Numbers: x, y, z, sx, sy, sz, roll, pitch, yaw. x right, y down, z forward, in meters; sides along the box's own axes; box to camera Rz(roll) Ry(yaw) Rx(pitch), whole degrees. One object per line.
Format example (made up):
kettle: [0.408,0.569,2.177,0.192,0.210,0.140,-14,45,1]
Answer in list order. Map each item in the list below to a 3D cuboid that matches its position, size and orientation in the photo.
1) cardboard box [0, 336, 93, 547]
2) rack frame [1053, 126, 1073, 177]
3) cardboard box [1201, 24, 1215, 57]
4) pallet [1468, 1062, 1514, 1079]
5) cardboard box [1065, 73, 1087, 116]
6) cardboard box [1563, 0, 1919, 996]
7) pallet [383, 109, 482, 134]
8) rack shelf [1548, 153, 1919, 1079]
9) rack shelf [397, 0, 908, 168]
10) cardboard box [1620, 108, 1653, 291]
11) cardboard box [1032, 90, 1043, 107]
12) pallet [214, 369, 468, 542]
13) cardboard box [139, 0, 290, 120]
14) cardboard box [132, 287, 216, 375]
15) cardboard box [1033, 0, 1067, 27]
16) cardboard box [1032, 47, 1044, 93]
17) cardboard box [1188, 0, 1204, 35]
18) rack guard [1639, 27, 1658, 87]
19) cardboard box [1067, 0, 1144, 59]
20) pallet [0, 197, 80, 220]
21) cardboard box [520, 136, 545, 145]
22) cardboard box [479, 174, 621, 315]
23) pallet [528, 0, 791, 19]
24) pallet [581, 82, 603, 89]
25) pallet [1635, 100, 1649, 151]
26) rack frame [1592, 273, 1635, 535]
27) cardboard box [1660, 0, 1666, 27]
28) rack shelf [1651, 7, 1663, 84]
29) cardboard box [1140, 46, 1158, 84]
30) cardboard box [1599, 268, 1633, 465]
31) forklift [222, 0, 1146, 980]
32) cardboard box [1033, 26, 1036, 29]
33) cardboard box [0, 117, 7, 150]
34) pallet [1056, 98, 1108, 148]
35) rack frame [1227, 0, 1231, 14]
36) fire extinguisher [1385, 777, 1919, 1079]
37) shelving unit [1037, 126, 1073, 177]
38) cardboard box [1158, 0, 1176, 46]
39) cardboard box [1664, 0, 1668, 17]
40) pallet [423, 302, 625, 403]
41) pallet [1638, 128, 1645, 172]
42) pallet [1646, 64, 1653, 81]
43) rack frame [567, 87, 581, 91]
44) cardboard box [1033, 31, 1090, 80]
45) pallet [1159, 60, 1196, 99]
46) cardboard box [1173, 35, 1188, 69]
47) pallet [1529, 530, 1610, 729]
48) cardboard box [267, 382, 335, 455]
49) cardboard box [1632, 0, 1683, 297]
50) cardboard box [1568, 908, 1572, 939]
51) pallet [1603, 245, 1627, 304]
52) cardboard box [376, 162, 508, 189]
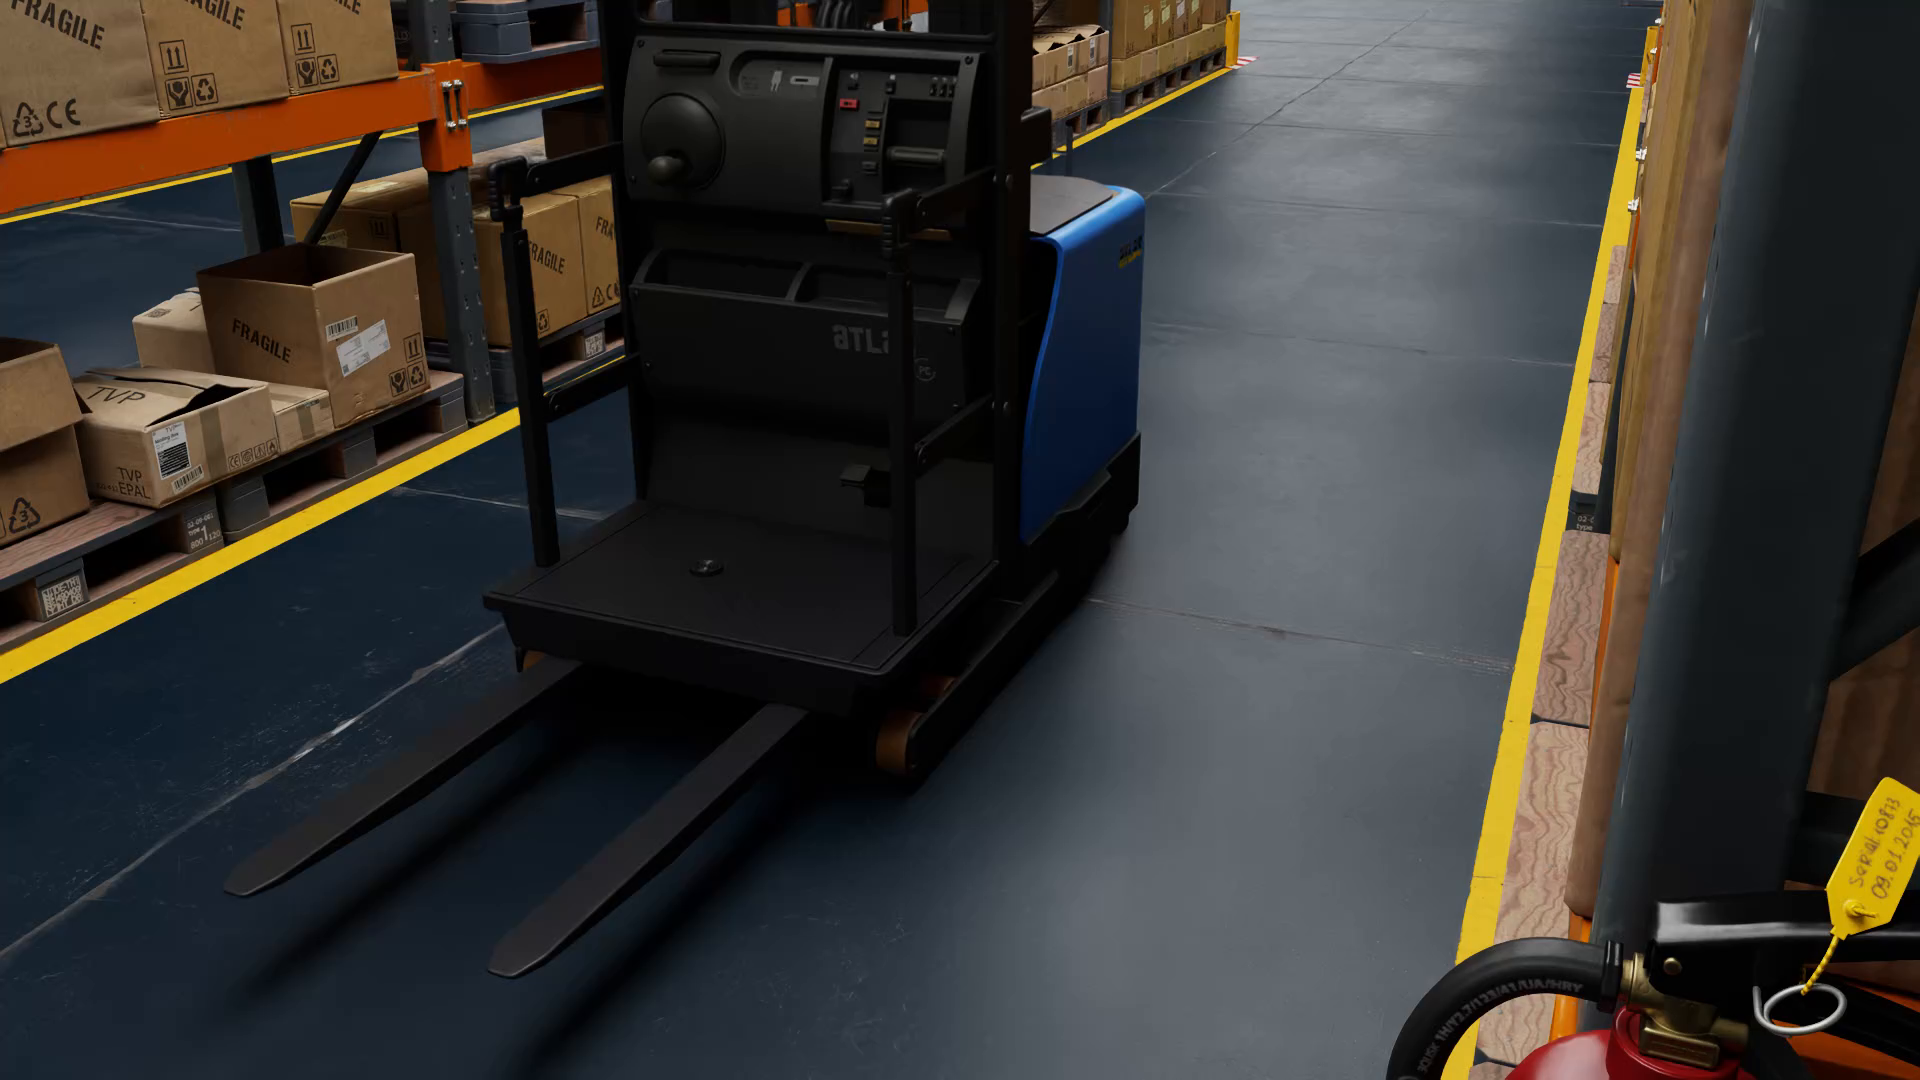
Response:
cardboard box: [-2.959,-0.286,4.710,0.797,0.503,0.637,9,24,20]
rack frame: [0.248,-0.775,5.550,0.240,1.200,0.006,9,24,21]
cardboard box: [2.092,-4.712,15.661,0.500,0.250,0.500,9,24,20]
pallet: [1.073,1.221,2.053,1.003,0.211,1.213,9,24,20]
cardboard box: [0.631,-3.325,12.340,0.500,0.250,0.500,8,24,19]
cardboard box: [1.029,-0.091,1.186,0.980,0.700,0.700,10,25,22]
pallet: [-4.599,-3.469,13.282,1.003,0.211,1.213,9,24,20]
rack shelf: [1.592,-0.152,2.656,1.077,0.370,4.000,9,24,20]
rack shelf: [-1.523,-2.291,7.777,1.077,0.370,4.000,9,24,20]
cardboard box: [3.094,-1.276,6.657,0.750,0.750,0.750,9,24,20]
cardboard box: [0.251,-2.960,11.466,0.500,0.250,0.500,9,24,21]
pallet: [-2.522,-0.375,5.874,1.003,0.211,1.213,9,24,20]
cardboard box: [-2.404,-1.553,4.947,0.500,0.500,0.500,9,24,22]
cardboard box: [-2.623,-0.751,6.073,0.500,0.311,0.500,9,24,20]
cardboard box: [0.871,-4.416,13.980,0.500,0.500,0.500,9,24,20]
cardboard box: [0.256,-3.224,11.371,0.500,0.311,0.500,8,24,19]
cardboard box: [1.911,-4.878,15.087,0.500,0.500,0.500,9,24,20]
rack guard: [6.764,-4.313,14.928,1.175,0.500,0.348,9,24,20]
cardboard box: [1.168,-4.163,13.373,0.500,0.500,0.500,9,24,20]
pallet: [-6.087,-2.040,9.859,1.003,0.211,1.213,9,24,20]
cardboard box: [-1.784,-1.712,8.130,0.500,0.500,0.500,8,24,18]
cardboard box: [-1.672,-1.288,7.114,0.500,0.500,0.500,9,24,21]
pallet: [-1.498,-2.554,7.721,1.003,0.211,1.213,9,24,20]
pallet: [-3.604,-4.429,15.578,1.003,0.211,1.213,9,24,20]
pallet: [5.523,-3.021,12.209,1.003,0.211,1.213,9,24,20]
rack frame: [2.335,-1.200,4.230,1.000,3.000,0.127,9,24,20]
cardboard box: [3.204,-2.268,7.088,0.380,0.149,0.250,10,25,22]
rack shelf: [4.563,-3.015,9.509,1.077,0.370,4.000,9,24,20]
cardboard box: [1.350,-3.996,13.948,0.500,0.250,0.500,9,24,20]
cardboard box: [2.455,-0.653,5.165,0.750,0.750,0.750,9,24,21]
forklift: [-0.476,-0.978,3.790,1.130,2.935,3.031,9,24,21]
cardboard box: [0.321,-3.842,12.851,0.500,0.311,0.500,9,24,20]
cardboard box: [-2.779,-1.187,4.069,0.500,0.500,0.500,9,24,21]
pallet: [0.468,-3.214,12.672,1.003,0.211,1.213,9,24,20]
rack frame: [2.191,-6.202,16.206,1.000,3.000,0.127,9,24,20]
fire extinguisher: [0.364,0.427,0.919,0.296,0.674,0.183,9,24,20]
shelving unit: [0.212,-0.743,5.472,0.258,1.200,0.189,9,24,21]
cardboard box: [1.540,-4.520,14.230,0.500,0.500,0.500,9,24,20]
cardboard box: [2.828,-2.136,5.929,0.500,0.500,0.500,9,24,22]
pallet: [-1.999,-0.917,7.172,1.003,0.211,1.213,9,24,20]
pallet: [5.018,-2.497,10.954,1.003,0.211,1.213,9,24,20]
pallet: [6.429,-3.894,14.299,1.003,0.211,1.213,9,24,20]
rack frame: [-3.892,-5.481,14.480,1.000,3.000,0.127,9,24,20]
cardboard box: [0.634,-3.581,12.227,0.500,0.311,0.500,9,24,22]
pallet: [1.491,-4.200,15.032,1.003,0.211,1.213,9,24,20]
cardboard box: [1.720,-4.354,14.805,0.500,0.250,0.500,9,24,20]
pallet: [1.979,0.348,4.143,1.003,0.211,1.213,9,24,20]
cardboard box: [-2.298,-0.408,5.462,0.380,0.149,0.250,9,24,20]
cardboard box: [1.581,-0.624,2.463,0.980,0.700,0.700,8,24,17]
cardboard box: [1.388,0.567,2.698,0.700,0.500,0.500,8,24,18]
pallet: [3.458,-1.073,7.545,1.003,0.211,1.213,9,24,20]
cardboard box: [-2.157,-1.350,7.264,0.500,0.500,0.500,9,24,20]
